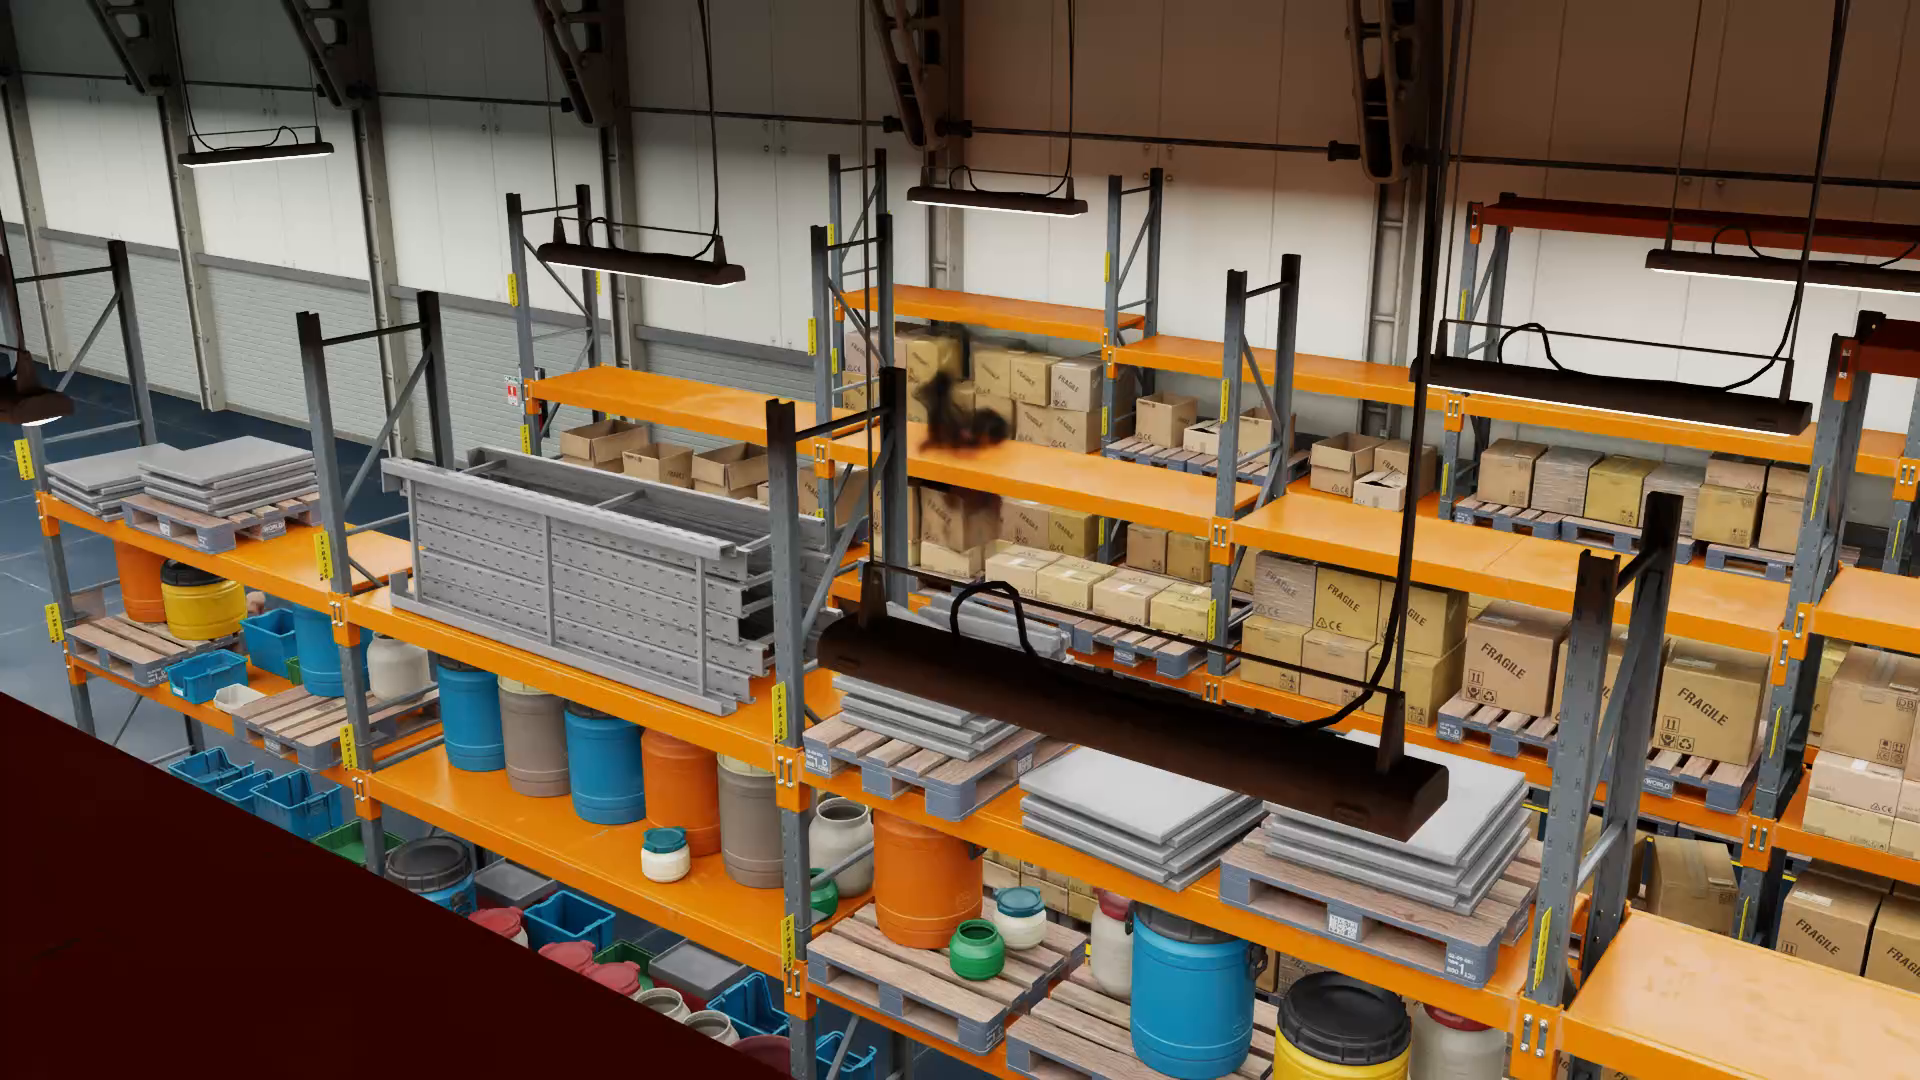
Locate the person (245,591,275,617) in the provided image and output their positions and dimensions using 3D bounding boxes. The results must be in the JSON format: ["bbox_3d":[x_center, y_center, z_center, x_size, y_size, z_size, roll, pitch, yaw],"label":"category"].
[{"bbox_3d":[-7.613,1.410,18.156,0.739,1.785,0.676,-9,21,-25],"label":"person"}]
